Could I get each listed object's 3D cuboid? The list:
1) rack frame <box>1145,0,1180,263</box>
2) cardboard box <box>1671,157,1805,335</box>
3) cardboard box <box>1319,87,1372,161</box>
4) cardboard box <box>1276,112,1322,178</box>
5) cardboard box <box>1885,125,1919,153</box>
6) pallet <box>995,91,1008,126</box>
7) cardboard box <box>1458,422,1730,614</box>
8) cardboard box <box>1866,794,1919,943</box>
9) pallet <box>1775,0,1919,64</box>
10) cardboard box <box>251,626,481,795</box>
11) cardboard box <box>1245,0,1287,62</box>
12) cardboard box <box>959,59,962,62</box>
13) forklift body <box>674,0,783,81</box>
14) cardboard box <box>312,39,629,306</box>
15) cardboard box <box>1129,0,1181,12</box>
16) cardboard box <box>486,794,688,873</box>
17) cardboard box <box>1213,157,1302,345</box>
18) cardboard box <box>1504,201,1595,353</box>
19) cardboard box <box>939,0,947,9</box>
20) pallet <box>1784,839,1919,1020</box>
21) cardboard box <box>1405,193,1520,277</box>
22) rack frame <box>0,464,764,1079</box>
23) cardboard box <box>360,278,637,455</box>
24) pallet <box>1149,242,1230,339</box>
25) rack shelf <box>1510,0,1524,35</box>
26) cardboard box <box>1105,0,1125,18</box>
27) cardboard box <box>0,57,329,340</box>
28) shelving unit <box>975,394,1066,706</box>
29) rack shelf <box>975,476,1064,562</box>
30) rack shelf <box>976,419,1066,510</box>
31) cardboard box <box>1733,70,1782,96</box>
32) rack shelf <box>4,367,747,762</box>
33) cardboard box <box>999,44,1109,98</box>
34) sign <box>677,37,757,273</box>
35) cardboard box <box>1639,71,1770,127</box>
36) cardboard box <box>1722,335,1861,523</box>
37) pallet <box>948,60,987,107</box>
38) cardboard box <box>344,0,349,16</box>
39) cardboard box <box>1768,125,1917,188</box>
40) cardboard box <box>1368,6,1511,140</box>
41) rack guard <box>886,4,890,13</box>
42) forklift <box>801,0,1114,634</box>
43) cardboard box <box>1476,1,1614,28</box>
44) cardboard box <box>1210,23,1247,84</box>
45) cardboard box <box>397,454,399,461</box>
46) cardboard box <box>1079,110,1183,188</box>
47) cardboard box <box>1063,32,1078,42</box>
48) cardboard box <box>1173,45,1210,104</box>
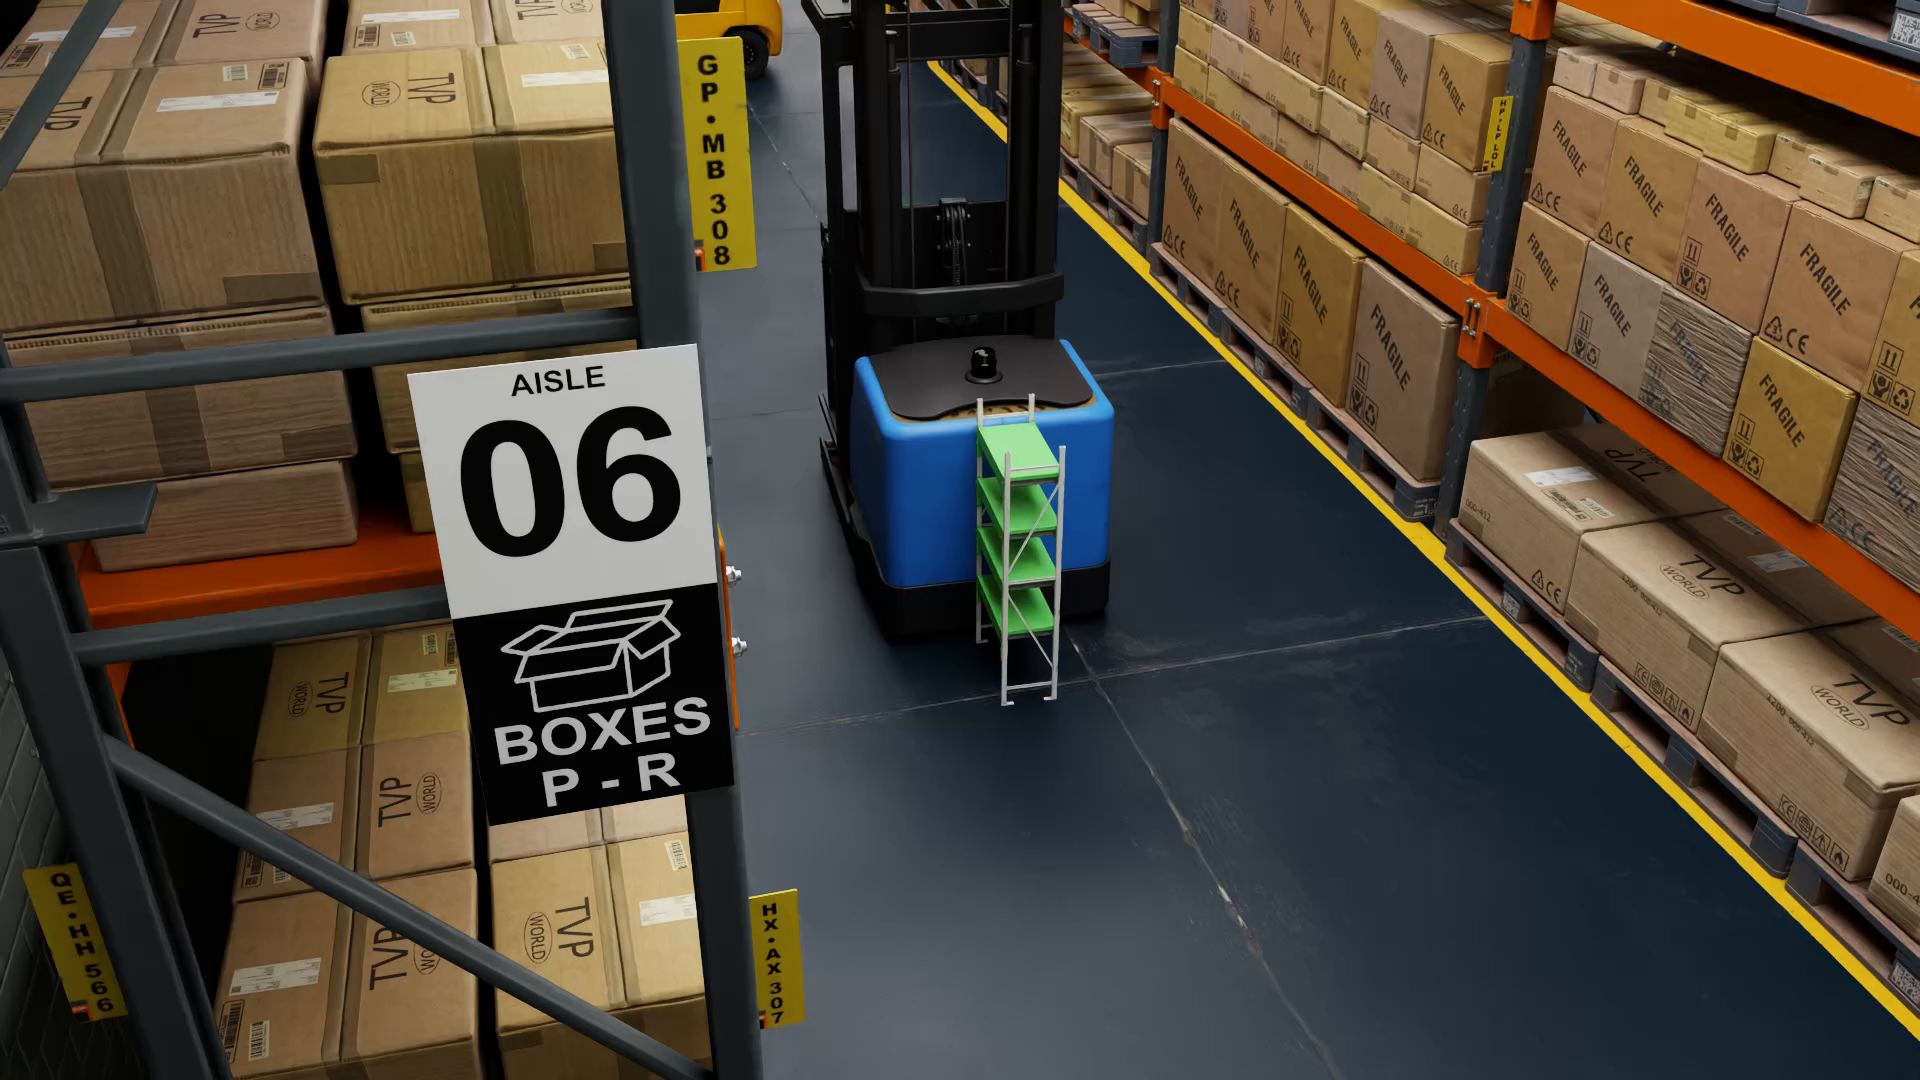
[{"bbox_3d":[1.797,-3.305,10.965,1.000,3.000,0.127,-8,31,-13],"label":"rack frame"},{"bbox_3d":[3.005,-1.093,6.046,0.500,0.500,0.500,-7,31,-12],"label":"cardboard box"},{"bbox_3d":[2.225,-2.194,8.698,0.500,0.250,0.500,-7,31,-12],"label":"cardboard box"},{"bbox_3d":[2.106,-2.232,9.262,0.500,0.250,0.500,-8,31,-13],"label":"cardboard box"},{"bbox_3d":[3.526,-1.397,5.924,0.380,0.149,0.250,-8,31,-14],"label":"cardboard box"},{"bbox_3d":[0.944,-3.654,14.352,1.003,0.211,1.213,-8,31,-13],"label":"pallet"},{"bbox_3d":[2.922,-0.128,7.615,0.875,0.438,0.875,-8,31,-14],"label":"cardboard box"},{"bbox_3d":[3.649,1.181,5.354,0.875,0.438,0.875,-9,31,-15],"label":"cardboard box"},{"bbox_3d":[3.386,-1.648,5.197,1.003,0.211,1.213,-8,31,-13],"label":"pallet"},{"bbox_3d":[-1.504,0.481,4.277,0.500,0.250,0.500,-7,31,-12],"label":"cardboard box"},{"bbox_3d":[1.956,-3.020,9.375,0.500,0.500,0.500,-7,31,-12],"label":"cardboard box"},{"bbox_3d":[0.169,-4.734,15.760,0.500,0.250,0.500,-9,31,-15],"label":"cardboard box"},{"bbox_3d":[-2.848,-5.466,15.546,2.313,2.155,1.214,-8,31,-13],"label":"forklift body"},{"bbox_3d":[-0.739,-0.605,2.660,0.500,0.250,0.500,-8,31,-14],"label":"cardboard box"},{"bbox_3d":[1.409,-3.841,11.076,0.500,0.500,0.500,-9,31,-15],"label":"cardboard box"},{"bbox_3d":[-0.858,0.659,3.970,0.500,0.250,0.500,-8,31,-13],"label":"cardboard box"},{"bbox_3d":[2.133,-1.791,10.051,0.875,0.875,0.875,-7,31,-13],"label":"cardboard box"},{"bbox_3d":[2.731,-1.154,7.150,0.500,0.500,0.500,-7,31,-12],"label":"cardboard box"},{"bbox_3d":[0.047,-5.295,15.980,0.500,0.500,0.500,-6,31,-11],"label":"cardboard box"},{"bbox_3d":[3.633,1.390,5.637,1.003,0.211,1.213,-8,31,-13],"label":"pallet"},{"bbox_3d":[2.497,-1.491,7.981,0.500,0.250,0.500,-9,31,-14],"label":"cardboard box"},{"bbox_3d":[-0.864,1.221,3.146,1.000,3.000,0.127,-8,31,-13],"label":"rack frame"},{"bbox_3d":[-0.718,-0.392,2.791,0.500,0.250,0.500,-8,31,-14],"label":"cardboard box"},{"bbox_3d":[1.934,-1.707,10.988,1.003,0.211,1.213,-8,31,-13],"label":"pallet"},{"bbox_3d":[2.328,-3.325,8.725,1.077,0.370,4.000,-8,31,-13],"label":"rack shelf"},{"bbox_3d":[1.233,-3.740,11.549,0.380,0.149,0.250,-8,31,-14],"label":"cardboard box"},{"bbox_3d":[-1.251,-0.535,2.539,0.500,0.250,0.500,-9,31,-15],"label":"cardboard box"},{"bbox_3d":[0.241,0.048,6.970,0.258,1.200,0.503,-6,31,-10],"label":"shelving unit"},{"bbox_3d":[0.241,-0.105,6.881,0.258,0.148,0.480,-6,31,-10],"label":"rack shelf"},{"bbox_3d":[0.241,-0.312,6.761,0.258,0.148,0.480,-6,31,-10],"label":"rack shelf"},{"bbox_3d":[3.270,-1.759,6.550,0.380,0.149,0.250,-8,31,-13],"label":"cardboard box"},{"bbox_3d":[-1.395,-0.732,4.244,1.077,0.370,4.000,-8,31,-13],"label":"rack shelf"},{"bbox_3d":[0.877,-4.028,14.419,0.950,0.372,0.625,-7,31,-13],"label":"cardboard box"},{"bbox_3d":[-0.341,-0.528,2.300,0.100,0.325,0.005,-8,31,-13],"label":"sign"},{"bbox_3d":[2.885,-1.703,6.452,0.380,0.149,0.250,-8,31,-14],"label":"cardboard box"},{"bbox_3d":[3.123,-0.421,5.883,0.500,0.500,0.500,-7,31,-12],"label":"cardboard box"},{"bbox_3d":[0.523,-4.349,15.553,1.003,0.211,1.213,-8,31,-13],"label":"pallet"},{"bbox_3d":[-1.642,-1.279,3.825,0.500,0.250,0.500,-8,31,-13],"label":"cardboard box"},{"bbox_3d":[3.080,-1.332,5.812,0.380,0.149,0.250,-8,31,-13],"label":"cardboard box"},{"bbox_3d":[2.354,-2.280,8.097,0.500,0.500,0.500,-7,31,-12],"label":"cardboard box"},{"bbox_3d":[-0.306,-6.050,18.203,1.175,0.500,0.348,-8,31,-13],"label":"rack guard"},{"bbox_3d":[-0.130,-1.574,8.043,1.130,2.935,3.031,-6,31,-10],"label":"forklift"},{"bbox_3d":[2.858,-2.341,8.203,0.500,0.500,0.500,-8,31,-14],"label":"cardboard box"},{"bbox_3d":[1.830,-2.929,9.966,0.500,0.250,0.500,-7,31,-12],"label":"cardboard box"},{"bbox_3d":[-0.819,-0.276,2.990,0.380,0.149,0.250,-7,31,-12],"label":"cardboard box"},{"bbox_3d":[1.454,-2.979,12.606,0.950,0.372,0.625,-8,31,-14],"label":"cardboard box"},{"bbox_3d":[0.840,-4.874,15.253,0.500,0.500,0.500,-6,31,-11],"label":"cardboard box"},{"bbox_3d":[1.685,-2.970,10.536,0.500,0.250,0.500,-8,31,-14],"label":"cardboard box"}]
